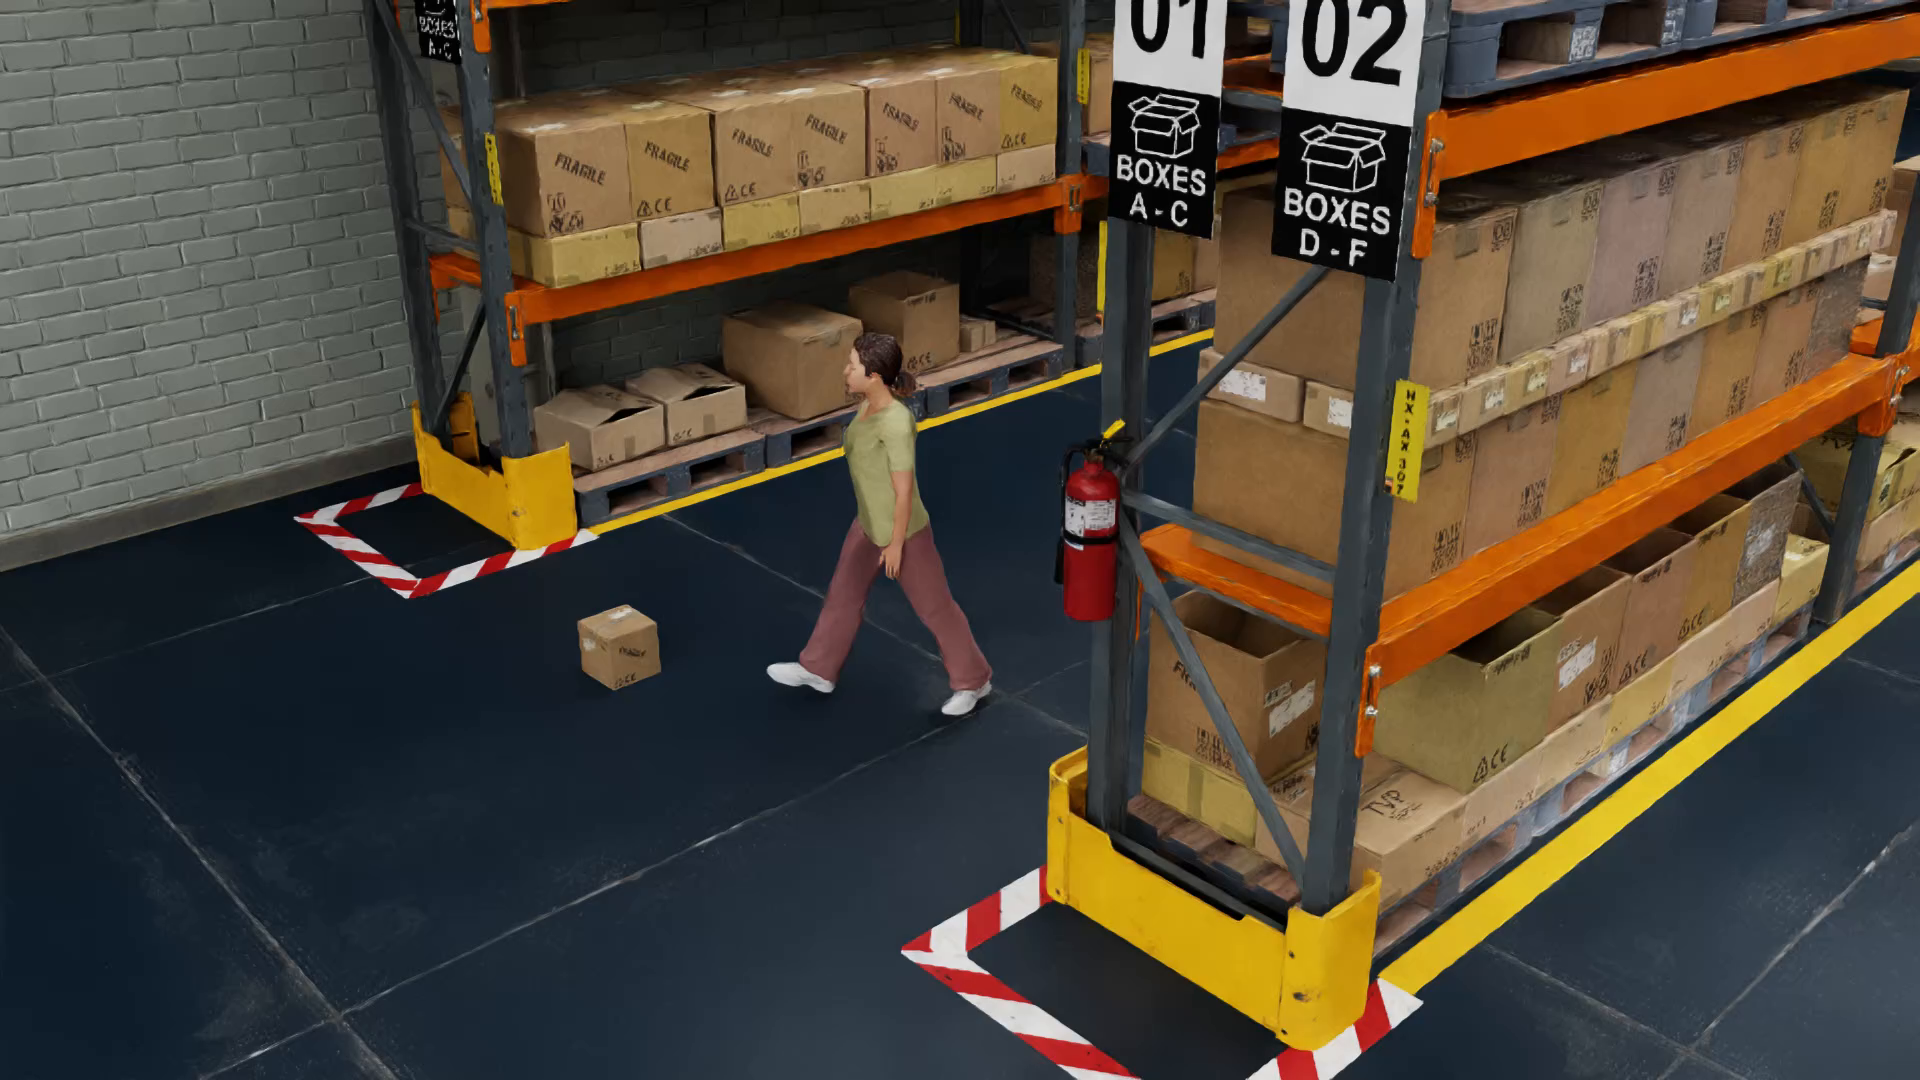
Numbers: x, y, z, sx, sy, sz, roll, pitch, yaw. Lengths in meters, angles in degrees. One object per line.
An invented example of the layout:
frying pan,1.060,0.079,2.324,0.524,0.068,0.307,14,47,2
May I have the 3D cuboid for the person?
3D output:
person,-0.324,-0.057,6.737,0.900,1.628,0.541,-8,26,-18
